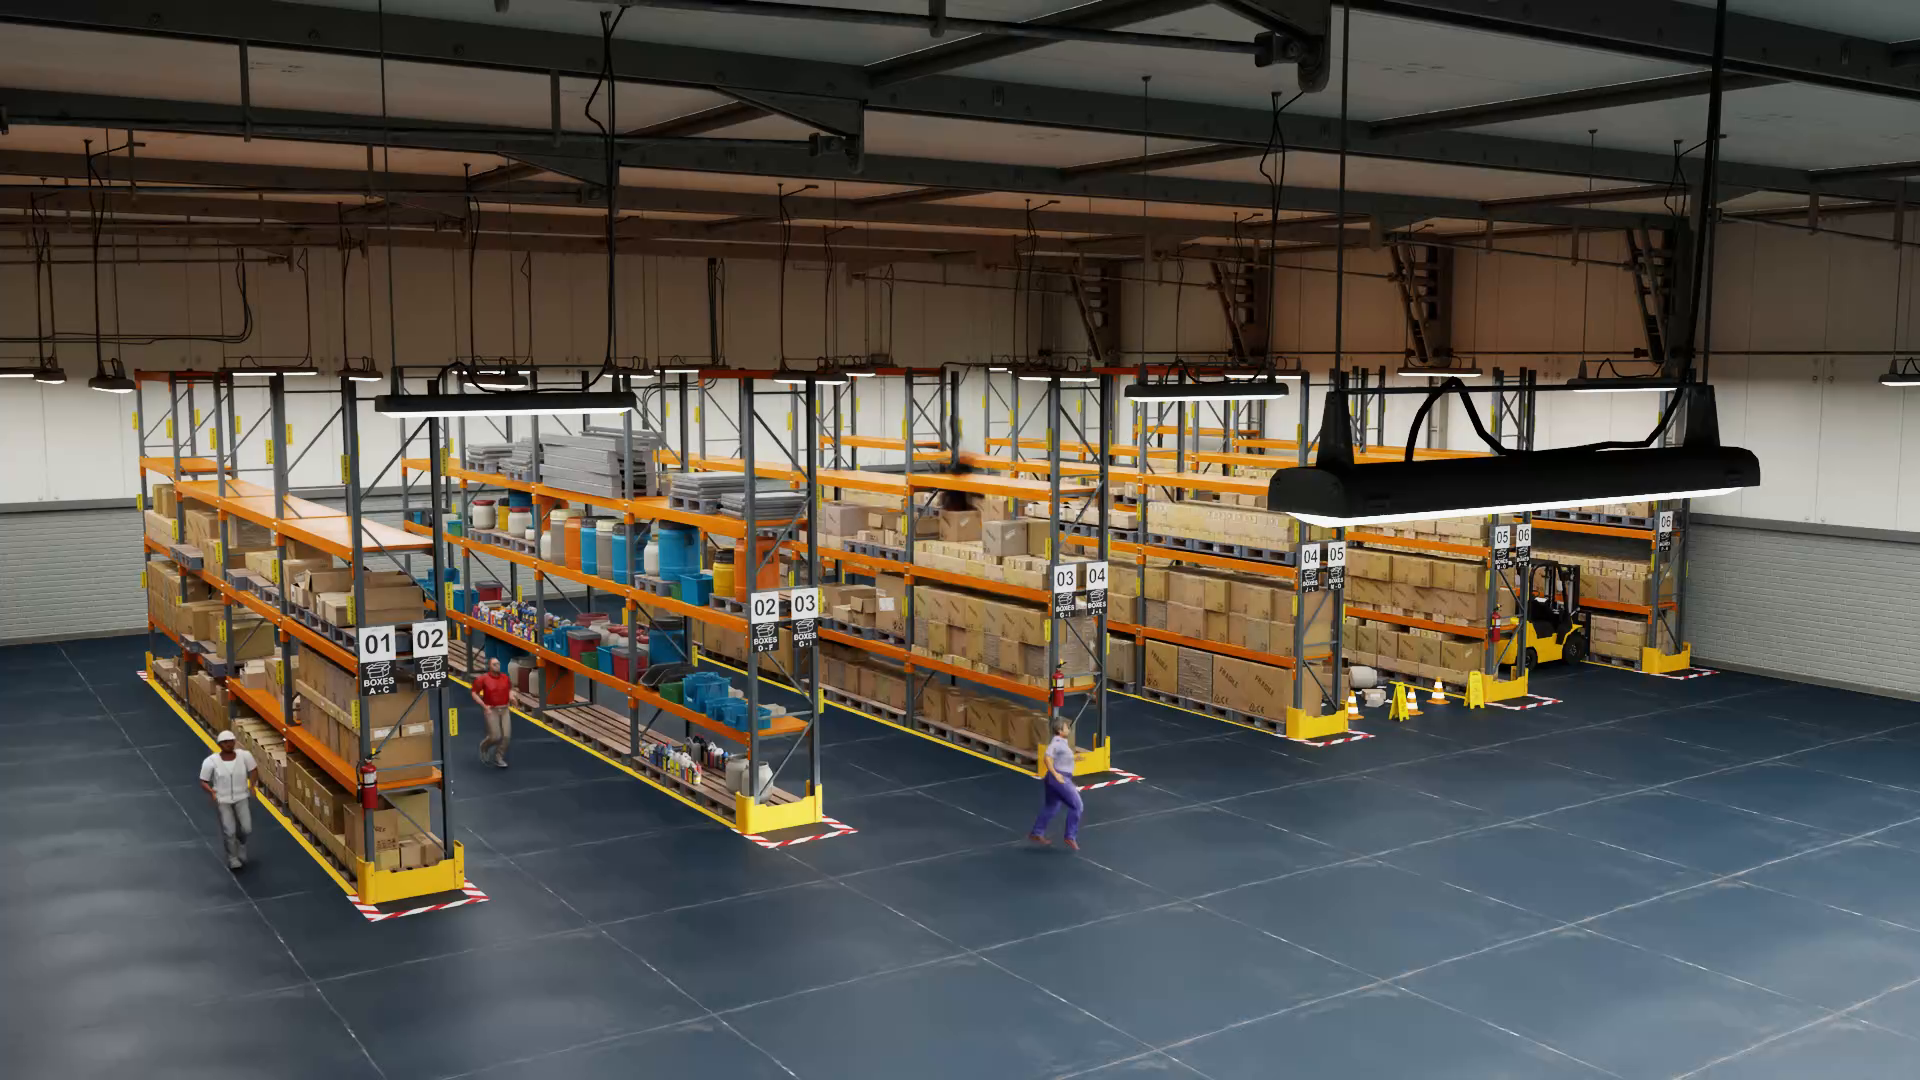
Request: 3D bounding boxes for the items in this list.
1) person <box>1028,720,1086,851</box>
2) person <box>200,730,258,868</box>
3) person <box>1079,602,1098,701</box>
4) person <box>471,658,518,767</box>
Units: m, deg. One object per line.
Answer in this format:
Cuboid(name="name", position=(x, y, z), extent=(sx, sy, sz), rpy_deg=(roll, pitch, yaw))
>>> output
Cuboid(name="person", position=(1.252, 3.138, 21.227), extent=(0.752, 1.710, 0.584), rpy_deg=(-1, 7, -9))
Cuboid(name="person", position=(-8.903, 3.179, 20.324), extent=(0.661, 1.721, 0.537), rpy_deg=(-4, 8, -31))
Cuboid(name="person", position=(2.264, 2.008, 30.398), extent=(0.667, 1.768, 0.963), rpy_deg=(-5, 8, -36))
Cuboid(name="person", position=(-7.072, 2.633, 25.390), extent=(0.618, 1.676, 0.658), rpy_deg=(6, 9, 44))
